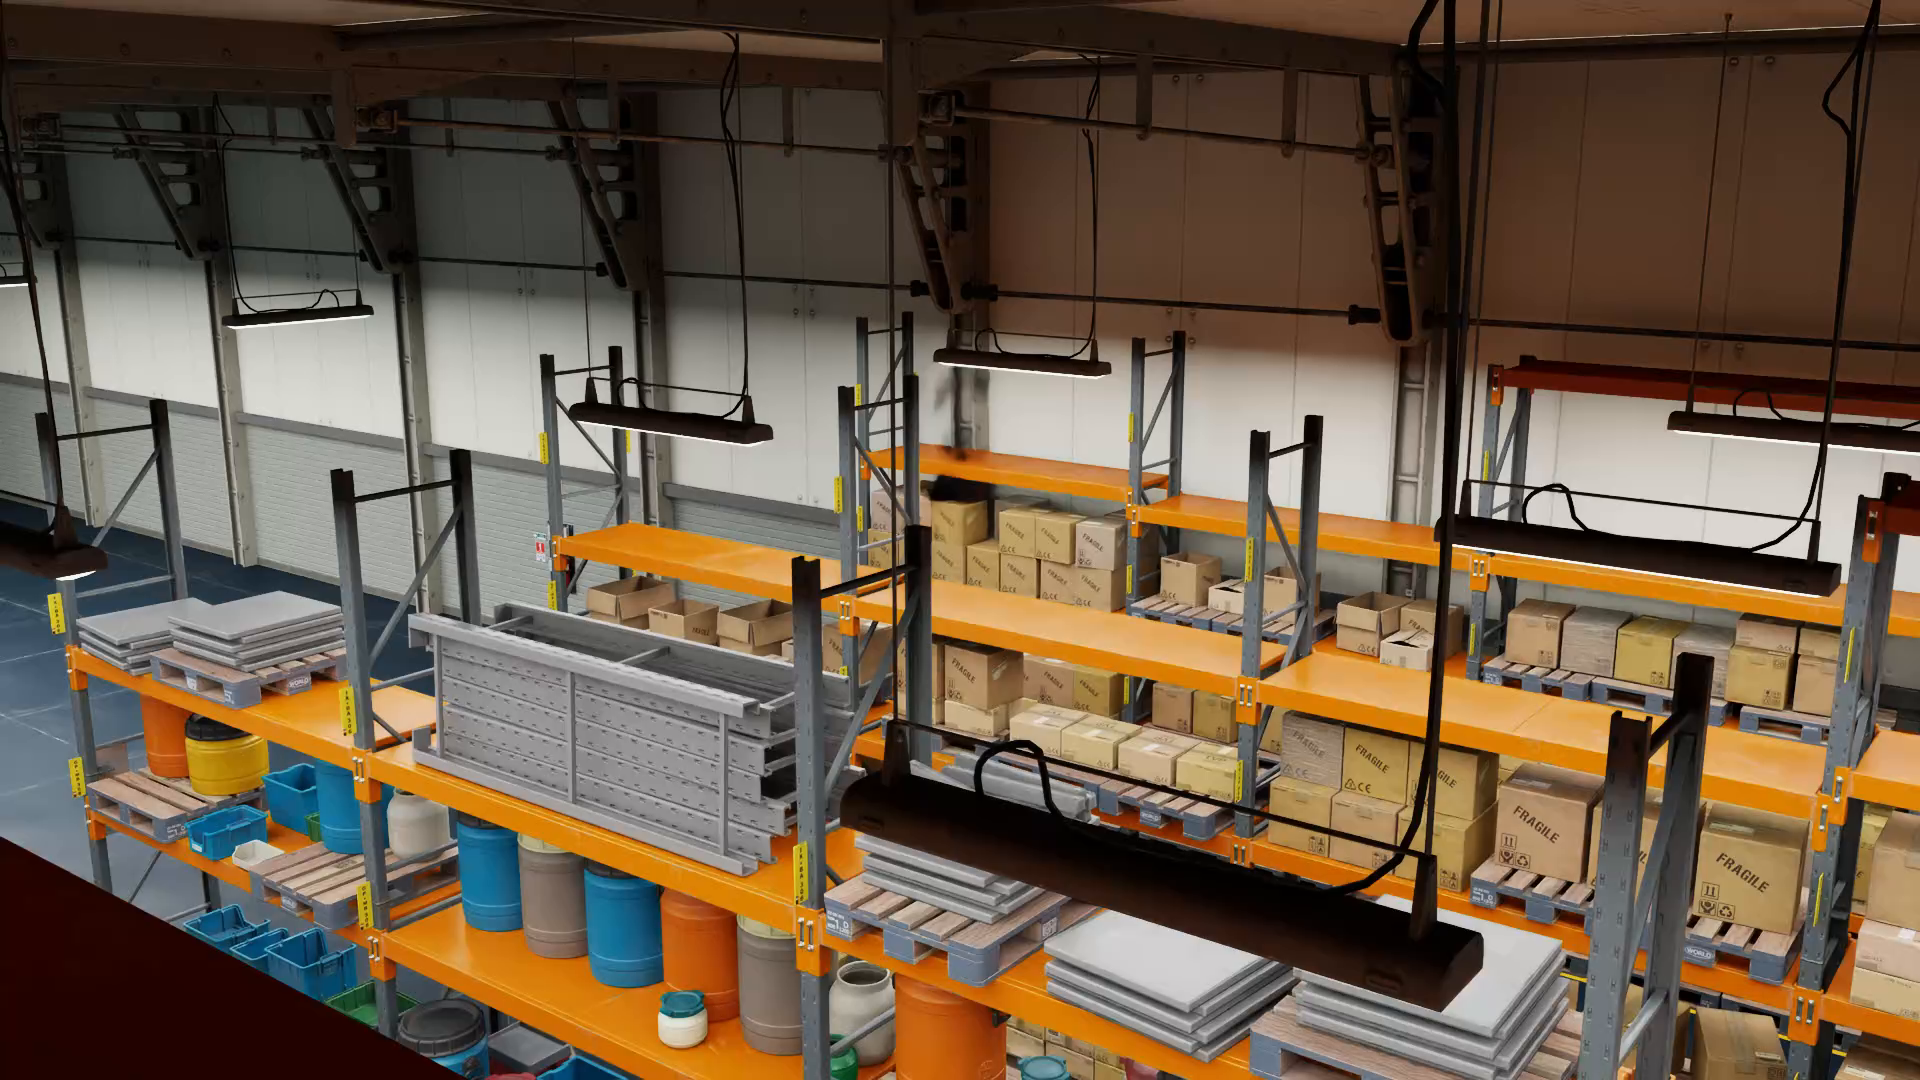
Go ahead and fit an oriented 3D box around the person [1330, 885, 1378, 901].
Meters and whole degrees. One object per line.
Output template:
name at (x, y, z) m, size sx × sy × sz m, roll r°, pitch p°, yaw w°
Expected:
person at (3.519, 3.793, 15.074) m, size 0.780 × 1.693 × 0.665 m, roll 9°, pitch 16°, yaw 35°
